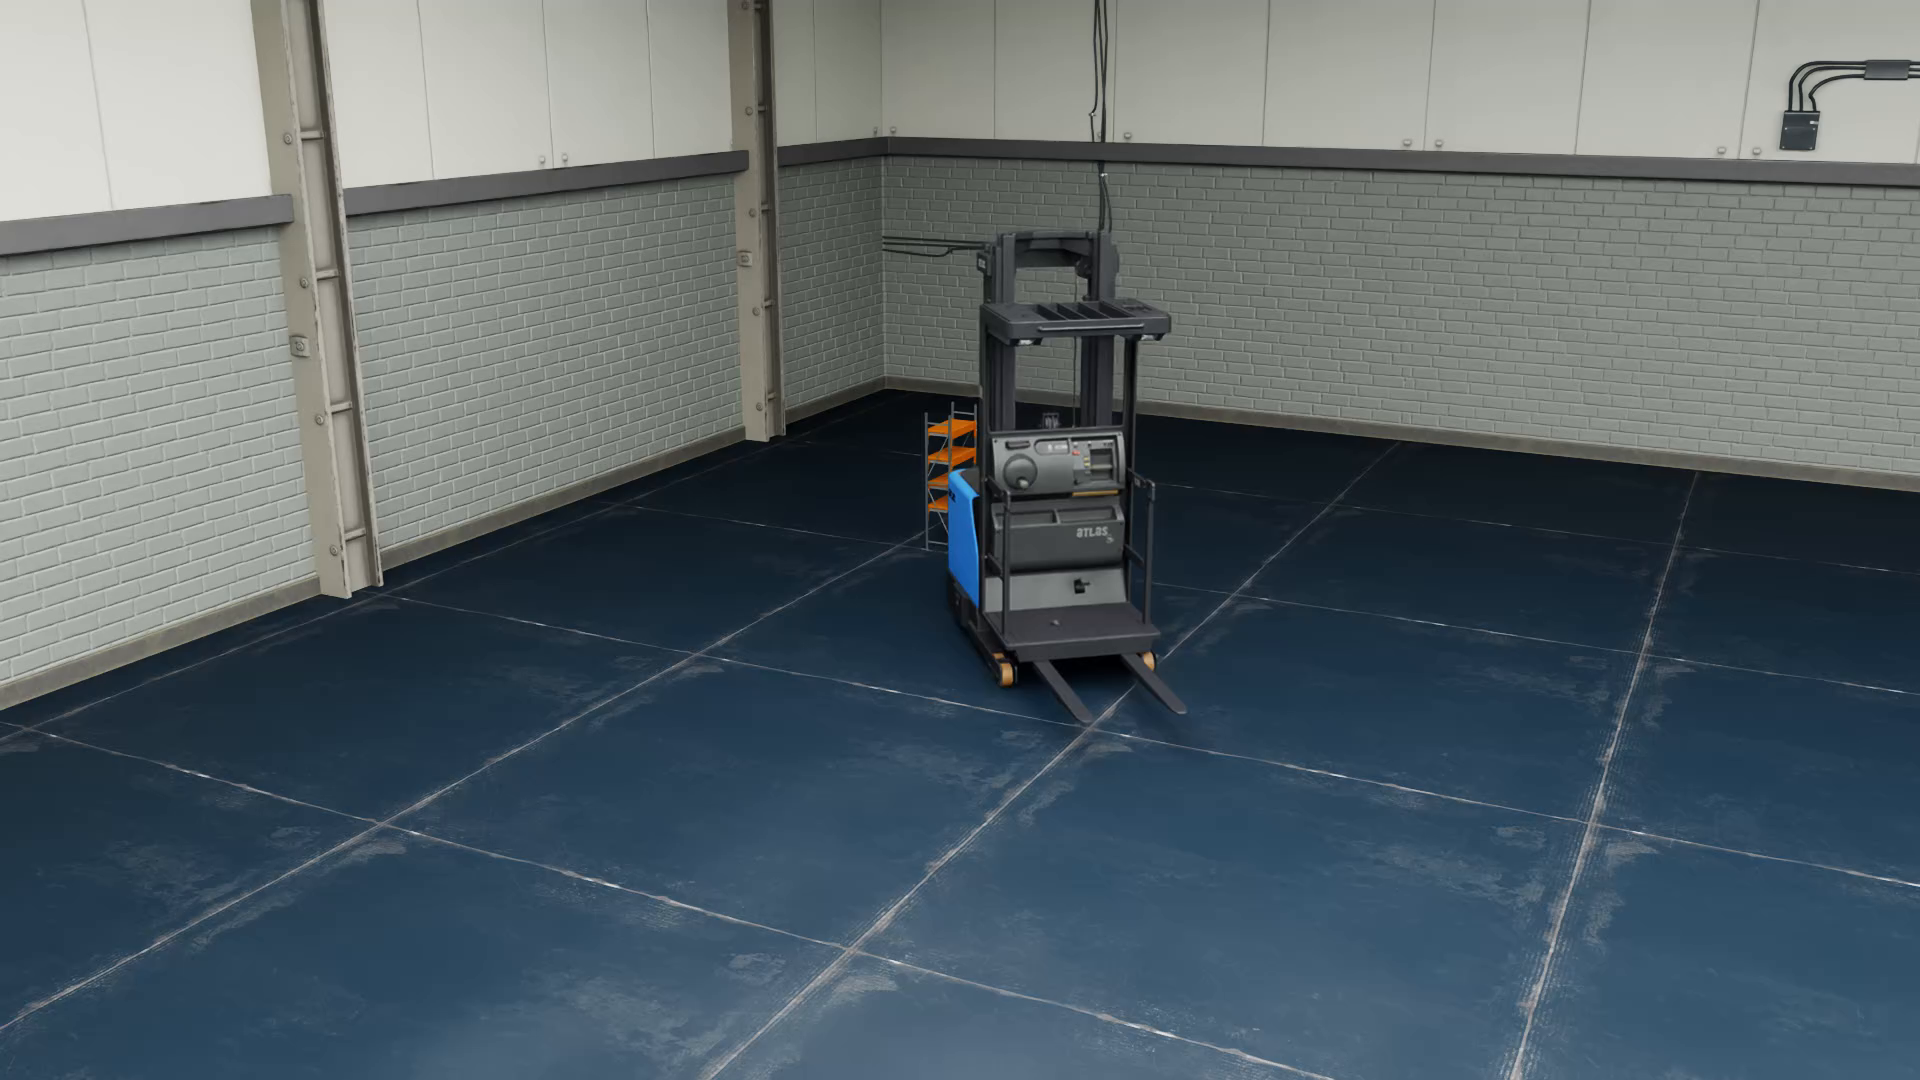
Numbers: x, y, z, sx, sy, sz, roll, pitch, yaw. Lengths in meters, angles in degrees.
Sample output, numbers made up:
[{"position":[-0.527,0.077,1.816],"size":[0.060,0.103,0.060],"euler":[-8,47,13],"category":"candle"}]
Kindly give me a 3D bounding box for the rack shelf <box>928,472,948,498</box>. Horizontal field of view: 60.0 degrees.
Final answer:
[{"position":[-0.074,-0.469,14.231],"size":[0.258,0.148,0.480],"euler":[8,18,25],"category":"rack shelf"}]

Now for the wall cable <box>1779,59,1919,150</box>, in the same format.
[{"position":[8.829,-6.454,14.477],"size":[2.305,6.003,0.169],"euler":[8,18,25],"category":"wall cable"}]

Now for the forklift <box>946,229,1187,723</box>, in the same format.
[{"position":[0.726,-0.533,11.172],"size":[1.130,2.935,3.031],"euler":[-4,17,-12],"category":"forklift"}]

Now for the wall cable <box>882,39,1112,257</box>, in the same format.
[{"position":[0.343,-4.547,19.484],"size":[3.097,2.526,0.112],"euler":[8,18,25],"category":"wall cable"}]

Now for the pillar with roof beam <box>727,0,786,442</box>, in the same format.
[{"position":[1.695,-4.906,15.237],"size":[9.100,9.000,0.400],"euler":[8,18,25],"category":"pillar with roof beam"}]

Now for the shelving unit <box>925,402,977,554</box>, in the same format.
[{"position":[-0.074,-0.533,14.212],"size":[0.258,1.200,0.503],"euler":[8,18,25],"category":"shelving unit"}]

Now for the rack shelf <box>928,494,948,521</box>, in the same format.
[{"position":[-0.074,-0.278,14.287],"size":[0.258,0.148,0.480],"euler":[8,18,25],"category":"rack shelf"}]

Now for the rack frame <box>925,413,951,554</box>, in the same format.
[{"position":[-0.183,-0.471,14.002],"size":[0.240,1.200,0.015],"euler":[8,18,25],"category":"rack frame"}]

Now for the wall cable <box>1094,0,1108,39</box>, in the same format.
[{"position":[2.763,-6.624,17.606],"size":[3.097,2.526,0.112],"euler":[8,18,25],"category":"wall cable"}]

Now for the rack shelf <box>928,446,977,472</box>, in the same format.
[{"position":[-0.074,-0.683,14.167],"size":[0.258,0.148,0.480],"euler":[8,18,25],"category":"rack shelf"}]

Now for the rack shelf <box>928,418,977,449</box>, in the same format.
[{"position":[-0.074,-0.910,14.100],"size":[0.258,0.148,0.480],"euler":[8,18,25],"category":"rack shelf"}]

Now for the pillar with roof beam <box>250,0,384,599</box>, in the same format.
[{"position":[-0.986,-3.378,10.092],"size":[9.100,9.000,0.400],"euler":[8,18,25],"category":"pillar with roof beam"}]

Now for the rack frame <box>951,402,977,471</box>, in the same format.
[{"position":[0.035,-0.595,14.421],"size":[0.240,1.200,0.015],"euler":[8,18,25],"category":"rack frame"}]
